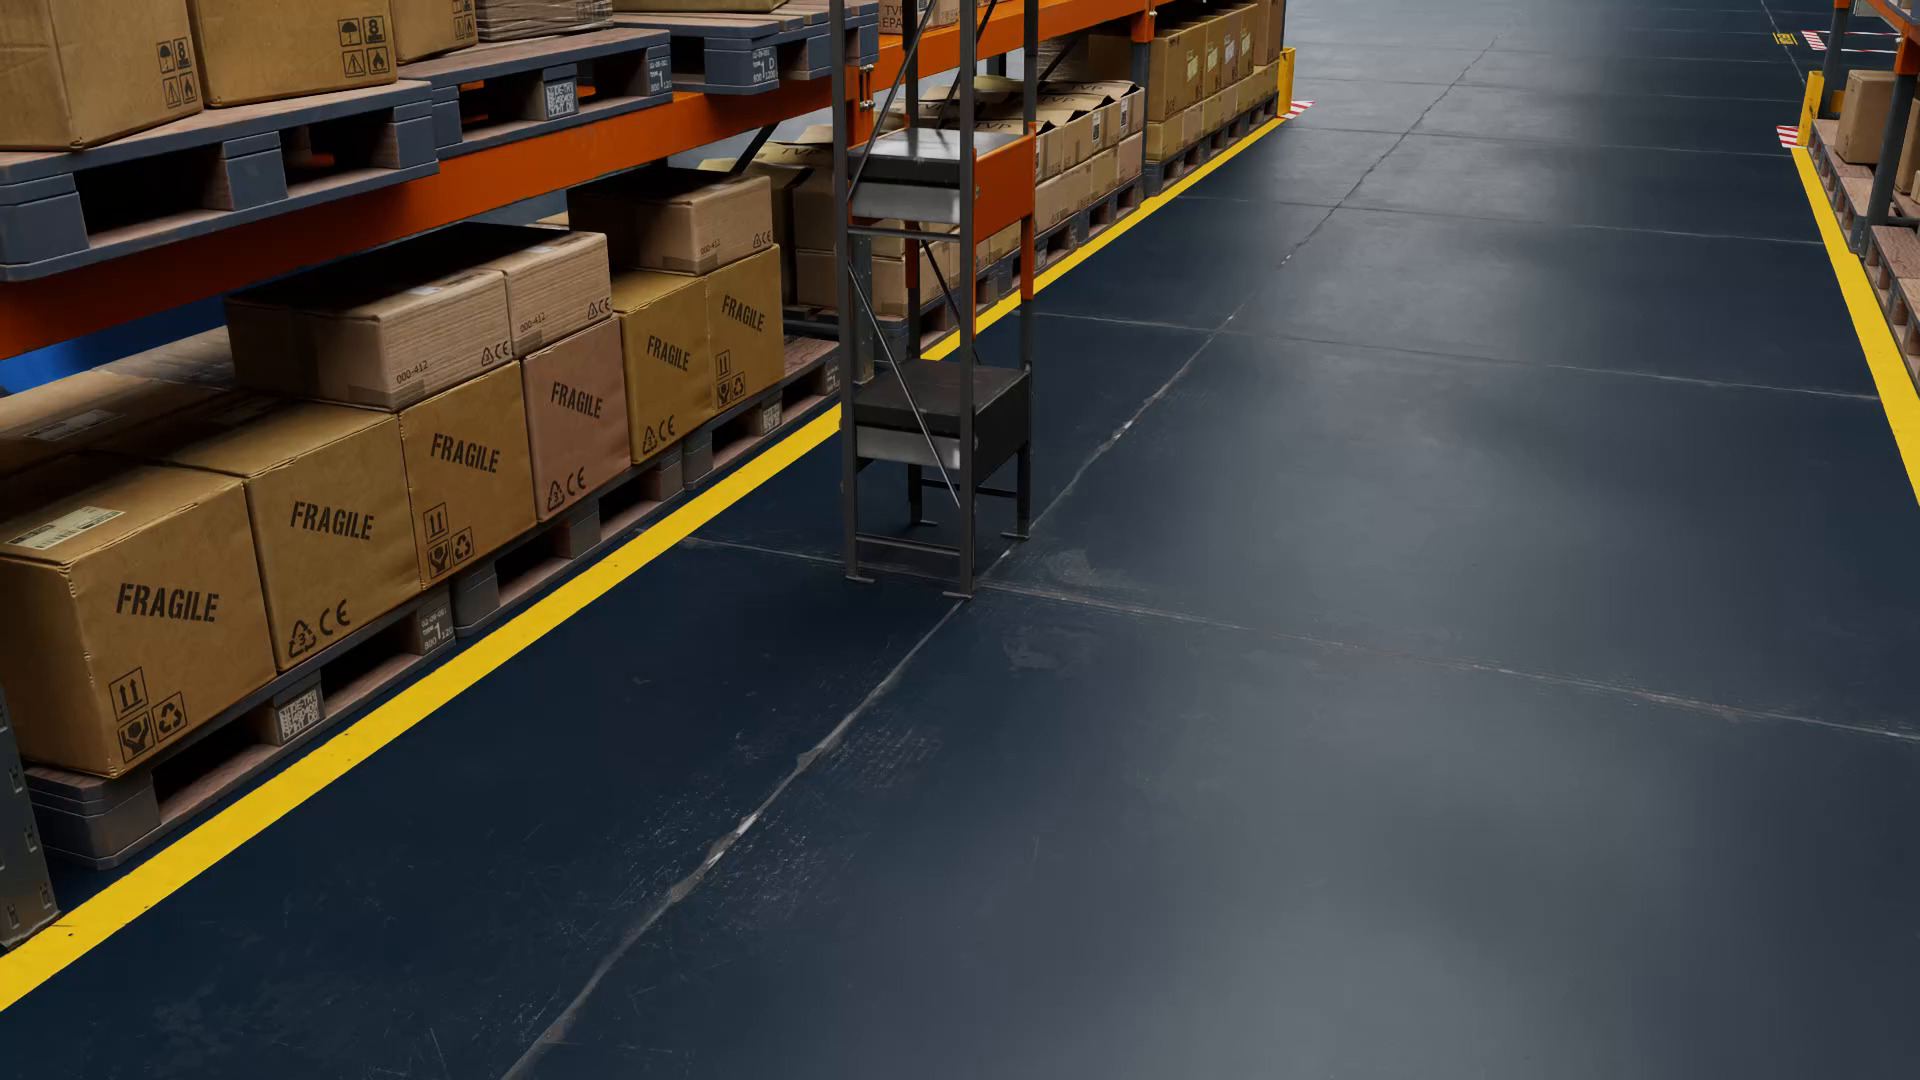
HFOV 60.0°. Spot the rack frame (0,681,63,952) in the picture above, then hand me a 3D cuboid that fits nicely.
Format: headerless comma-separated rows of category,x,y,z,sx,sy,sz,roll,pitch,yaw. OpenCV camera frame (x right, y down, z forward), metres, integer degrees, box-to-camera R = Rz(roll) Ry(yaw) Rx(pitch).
rack frame,-2.324,-0.661,2.941,1.000,3.000,0.127,9,24,20

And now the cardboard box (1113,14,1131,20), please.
cardboard box,0.996,-3.349,11.426,0.500,0.500,0.500,9,24,20

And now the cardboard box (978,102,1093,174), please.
cardboard box,0.389,-2.157,8.816,0.500,0.311,0.500,9,24,20

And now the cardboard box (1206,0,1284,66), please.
cardboard box,2.211,-3.992,12.965,0.500,0.500,0.500,9,24,20

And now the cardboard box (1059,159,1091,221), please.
cardboard box,0.384,-1.895,8.918,0.500,0.250,0.500,9,24,21

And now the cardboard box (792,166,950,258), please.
cardboard box,-0.371,-1.422,7.057,0.500,0.311,0.500,10,25,22

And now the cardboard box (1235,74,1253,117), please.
cardboard box,1.850,-3.286,12.249,0.500,0.250,0.500,9,24,20

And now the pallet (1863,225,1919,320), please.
pallet,4.961,-1.251,7.970,1.003,0.211,1.213,9,24,20

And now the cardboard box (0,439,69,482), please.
cardboard box,-2.406,0.072,3.859,0.500,0.500,0.500,9,24,20

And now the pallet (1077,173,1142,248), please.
pallet,0.410,-1.968,9.688,1.003,0.211,1.213,9,24,20

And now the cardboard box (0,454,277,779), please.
cardboard box,-1.918,0.151,3.669,0.500,0.500,0.500,8,24,18

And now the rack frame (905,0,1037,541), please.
rack frame,0.029,-0.997,4.913,0.400,2.100,0.015,9,24,20

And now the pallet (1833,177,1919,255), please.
pallet,5.465,-1.775,9.225,1.003,0.211,1.213,9,24,20

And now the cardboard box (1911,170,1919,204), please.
cardboard box,5.419,-1.908,9.030,0.380,0.166,0.250,6,23,13

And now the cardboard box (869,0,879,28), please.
cardboard box,-0.662,-2.175,6.682,0.500,0.311,0.500,10,25,23

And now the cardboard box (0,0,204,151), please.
cardboard box,-1.940,-1.039,3.170,0.700,0.500,0.500,1,23,2

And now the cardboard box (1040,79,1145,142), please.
cardboard box,0.764,-2.522,9.691,0.500,0.311,0.500,9,24,20

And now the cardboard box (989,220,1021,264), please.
cardboard box,0.003,-1.530,8.044,0.500,0.250,0.500,8,24,19

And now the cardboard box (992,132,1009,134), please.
cardboard box,0.008,-1.793,7.946,0.500,0.311,0.500,8,24,19

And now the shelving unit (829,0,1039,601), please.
shelving unit,-0.061,-0.910,4.703,0.431,2.100,0.503,9,24,20

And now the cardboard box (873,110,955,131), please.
cardboard box,-0.307,-2.045,8.550,0.500,0.311,0.500,9,24,22

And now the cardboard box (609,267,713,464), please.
cardboard box,-1.160,-0.589,5.440,0.500,0.500,0.500,8,24,18

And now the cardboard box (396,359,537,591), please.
cardboard box,-1.537,-0.219,4.555,0.500,0.500,0.500,9,24,21

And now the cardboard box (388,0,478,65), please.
cardboard box,-1.725,-1.542,4.376,0.700,0.500,0.500,3,23,7

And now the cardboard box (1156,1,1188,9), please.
cardboard box,1.370,-3.706,12.281,0.500,0.500,0.500,9,24,20

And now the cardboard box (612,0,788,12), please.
cardboard box,-0.967,-2.091,5.690,0.700,0.500,0.500,1,23,2

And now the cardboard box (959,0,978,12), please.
cardboard box,-0.230,-2.742,7.792,0.500,0.500,0.500,7,24,17

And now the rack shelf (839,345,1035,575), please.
rack shelf,-0.061,-0.251,4.979,0.431,0.518,0.480,9,24,20

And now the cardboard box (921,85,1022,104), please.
cardboard box,0.072,-2.417,9.440,0.500,0.311,0.500,8,24,19

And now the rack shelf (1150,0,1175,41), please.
rack shelf,1.391,-3.908,11.647,1.077,0.370,4.000,9,24,20

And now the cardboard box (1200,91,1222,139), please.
cardboard box,1.483,-2.928,11.391,0.500,0.250,0.500,9,24,20

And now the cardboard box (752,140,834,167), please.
cardboard box,-0.685,-1.686,7.690,0.500,0.311,0.500,8,24,19

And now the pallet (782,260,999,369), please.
pallet,-0.496,-1.095,7.597,1.003,0.211,1.213,9,24,20

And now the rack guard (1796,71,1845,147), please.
rack guard,6.706,-3.067,11.944,1.175,0.500,0.348,9,24,20

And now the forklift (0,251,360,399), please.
forklift,-3.368,-1.926,6.059,1.130,2.935,3.031,-19,29,-38

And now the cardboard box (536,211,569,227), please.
cardboard box,-1.272,-1.020,6.473,0.500,0.500,0.500,10,25,22

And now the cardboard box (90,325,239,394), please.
cardboard box,-2.028,-0.283,4.709,0.500,0.500,0.500,9,24,21

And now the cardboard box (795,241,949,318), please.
cardboard box,-0.371,-1.163,7.165,0.500,0.250,0.500,9,24,20

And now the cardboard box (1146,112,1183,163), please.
cardboard box,1.102,-2.572,10.537,0.500,0.250,0.500,9,24,20

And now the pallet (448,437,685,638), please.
pallet,-1.605,-0.109,5.237,1.003,0.211,1.213,9,24,20

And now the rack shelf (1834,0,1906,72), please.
rack shelf,5.991,-3.200,9.952,1.077,0.370,4.000,9,24,20

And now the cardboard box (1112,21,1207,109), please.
cardboard box,1.289,-3.096,10.820,0.500,0.500,0.500,9,24,20

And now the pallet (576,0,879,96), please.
pallet,-1.024,-1.751,5.800,1.213,0.211,1.003,9,24,20

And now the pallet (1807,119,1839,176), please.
pallet,6.372,-2.648,11.316,1.003,0.211,1.213,9,24,20

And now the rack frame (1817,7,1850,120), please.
rack frame,6.734,-4.248,11.527,1.000,3.000,0.127,9,24,20

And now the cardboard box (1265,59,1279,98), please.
cardboard box,2.209,-3.646,13.110,0.500,0.250,0.500,9,24,20

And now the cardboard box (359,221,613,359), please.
cardboard box,-1.360,-0.732,4.811,0.500,0.250,0.500,8,24,19

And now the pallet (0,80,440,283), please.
pallet,-1.926,-0.843,3.625,1.003,0.211,1.213,9,24,20

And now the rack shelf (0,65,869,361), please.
rack shelf,-1.581,-1.045,4.793,1.077,0.370,4.000,9,24,20

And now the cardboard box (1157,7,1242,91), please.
cardboard box,1.666,-3.453,11.675,0.500,0.500,0.500,9,24,20

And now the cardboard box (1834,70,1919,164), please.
cardboard box,5.863,-2.603,10.262,0.700,0.500,0.500,7,24,17

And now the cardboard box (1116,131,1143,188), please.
cardboard box,0.763,-2.259,9.789,0.500,0.250,0.500,9,24,20

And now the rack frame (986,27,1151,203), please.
rack frame,0.648,-3.524,9.795,1.000,3.000,0.127,9,24,20

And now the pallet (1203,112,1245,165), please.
pallet,1.434,-2.954,12.048,1.003,0.211,1.213,9,24,20
